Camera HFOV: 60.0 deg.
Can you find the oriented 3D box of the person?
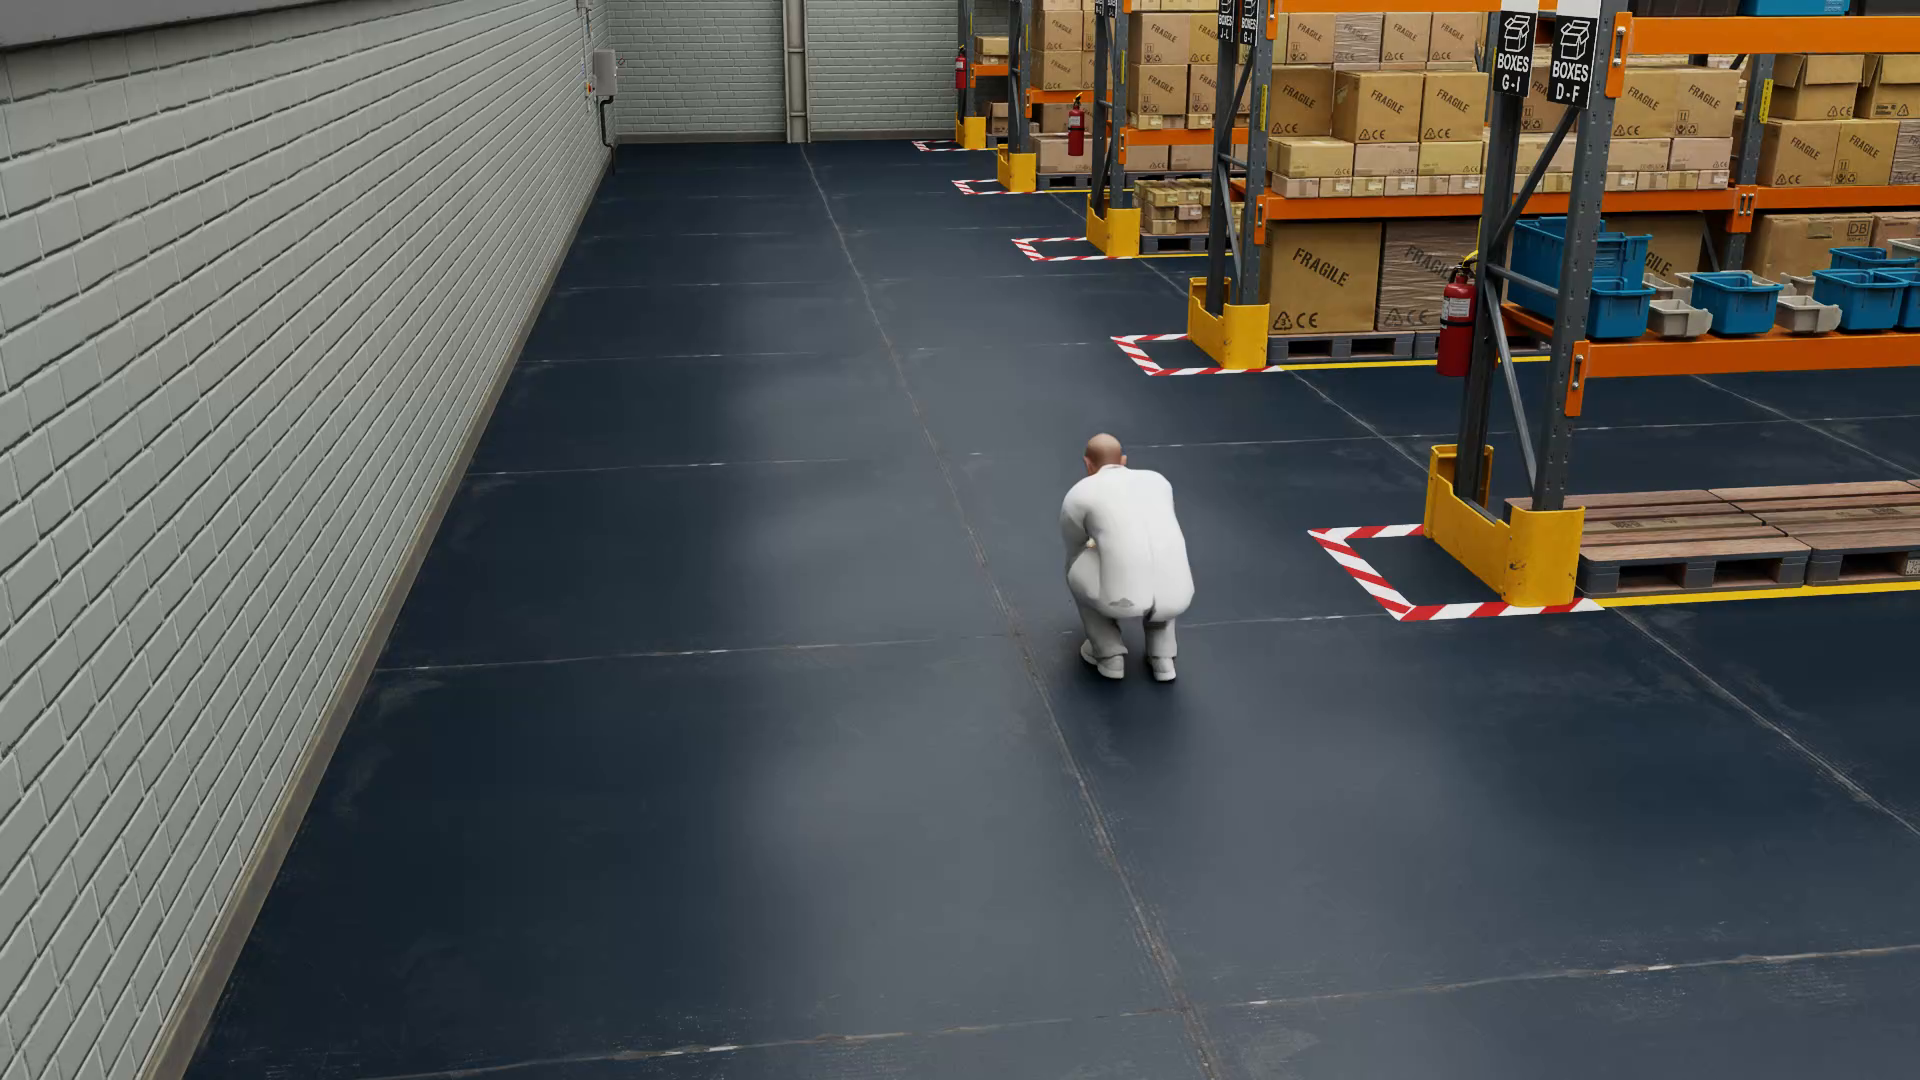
[{"bbox_3d":[0.749,0.067,7.572,0.585,1.000,0.918,-3,20,-9],"label":"person"}]
